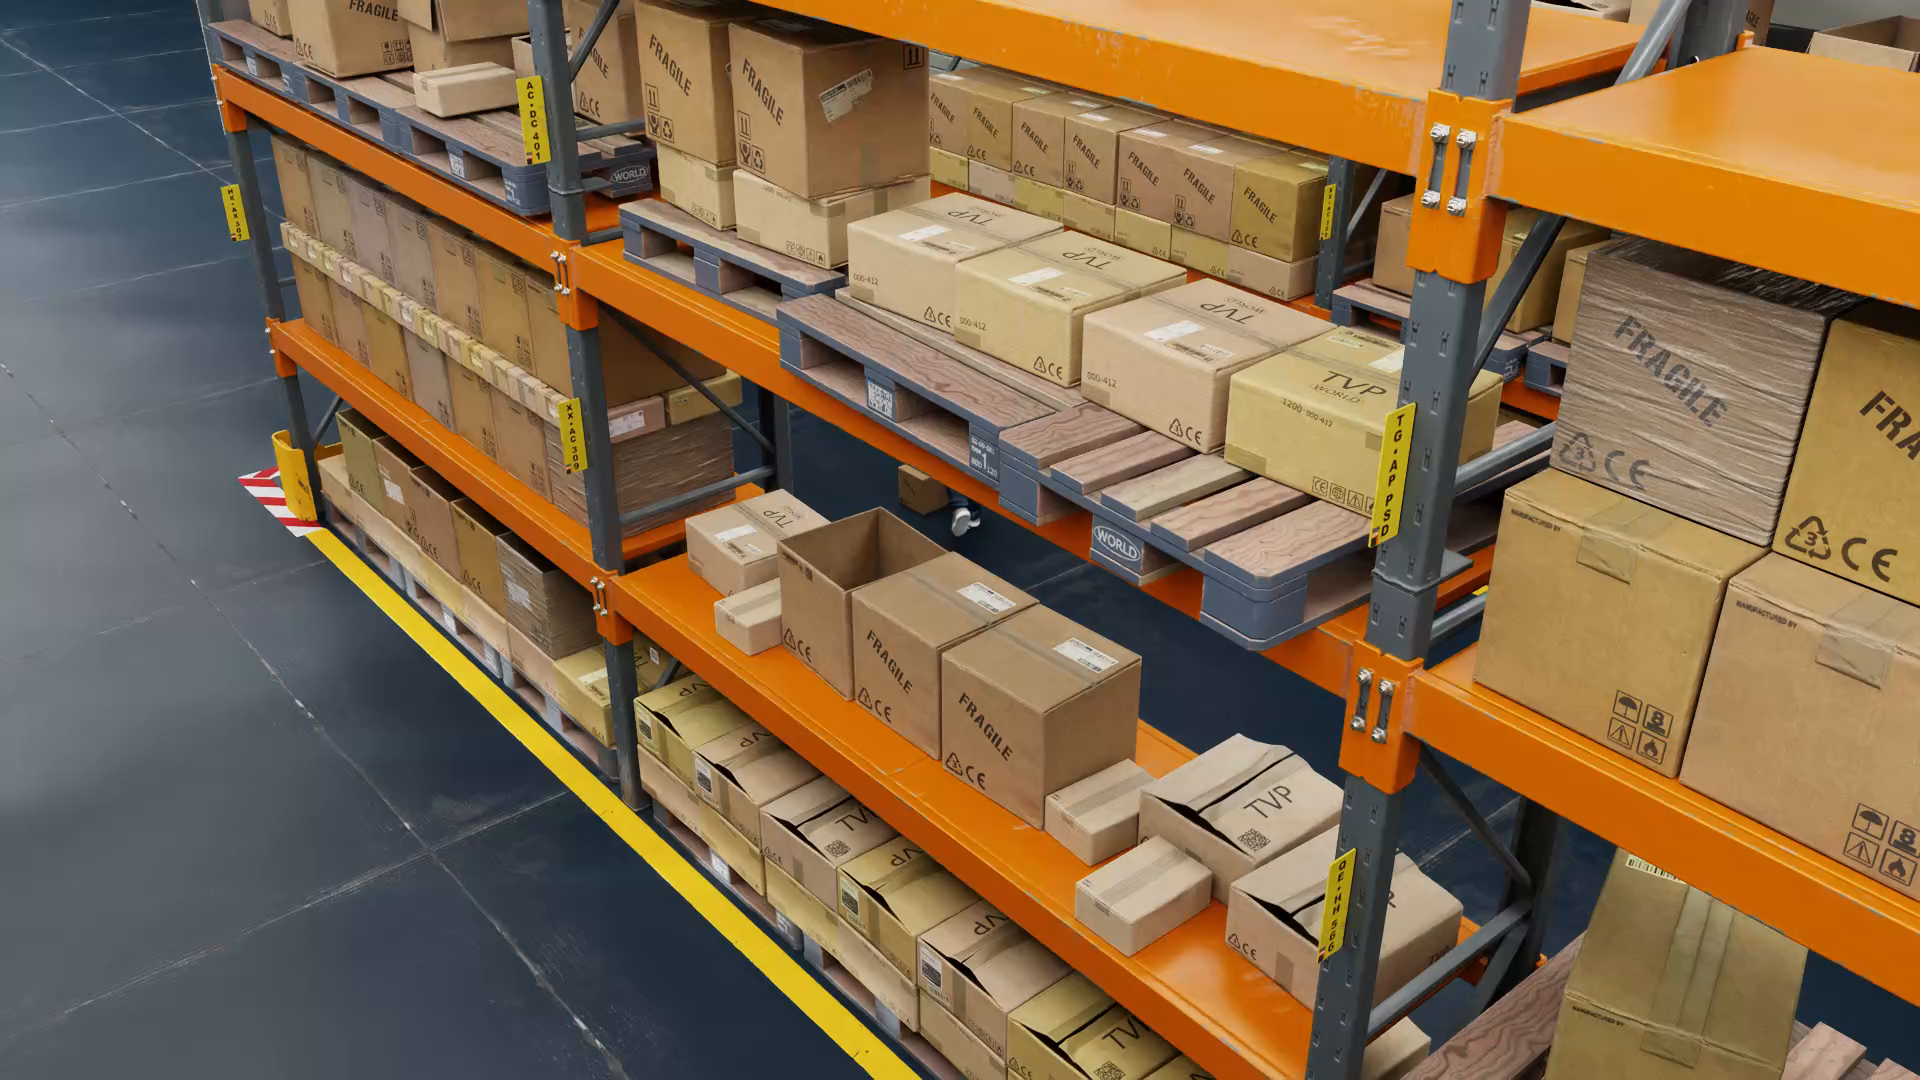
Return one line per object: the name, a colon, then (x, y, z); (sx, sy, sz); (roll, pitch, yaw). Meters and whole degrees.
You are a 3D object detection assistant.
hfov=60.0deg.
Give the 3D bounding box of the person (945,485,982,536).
person: (0.052, -0.759, 10.044); (0.456, 1.573, 0.520); (-8, 30, -14)
